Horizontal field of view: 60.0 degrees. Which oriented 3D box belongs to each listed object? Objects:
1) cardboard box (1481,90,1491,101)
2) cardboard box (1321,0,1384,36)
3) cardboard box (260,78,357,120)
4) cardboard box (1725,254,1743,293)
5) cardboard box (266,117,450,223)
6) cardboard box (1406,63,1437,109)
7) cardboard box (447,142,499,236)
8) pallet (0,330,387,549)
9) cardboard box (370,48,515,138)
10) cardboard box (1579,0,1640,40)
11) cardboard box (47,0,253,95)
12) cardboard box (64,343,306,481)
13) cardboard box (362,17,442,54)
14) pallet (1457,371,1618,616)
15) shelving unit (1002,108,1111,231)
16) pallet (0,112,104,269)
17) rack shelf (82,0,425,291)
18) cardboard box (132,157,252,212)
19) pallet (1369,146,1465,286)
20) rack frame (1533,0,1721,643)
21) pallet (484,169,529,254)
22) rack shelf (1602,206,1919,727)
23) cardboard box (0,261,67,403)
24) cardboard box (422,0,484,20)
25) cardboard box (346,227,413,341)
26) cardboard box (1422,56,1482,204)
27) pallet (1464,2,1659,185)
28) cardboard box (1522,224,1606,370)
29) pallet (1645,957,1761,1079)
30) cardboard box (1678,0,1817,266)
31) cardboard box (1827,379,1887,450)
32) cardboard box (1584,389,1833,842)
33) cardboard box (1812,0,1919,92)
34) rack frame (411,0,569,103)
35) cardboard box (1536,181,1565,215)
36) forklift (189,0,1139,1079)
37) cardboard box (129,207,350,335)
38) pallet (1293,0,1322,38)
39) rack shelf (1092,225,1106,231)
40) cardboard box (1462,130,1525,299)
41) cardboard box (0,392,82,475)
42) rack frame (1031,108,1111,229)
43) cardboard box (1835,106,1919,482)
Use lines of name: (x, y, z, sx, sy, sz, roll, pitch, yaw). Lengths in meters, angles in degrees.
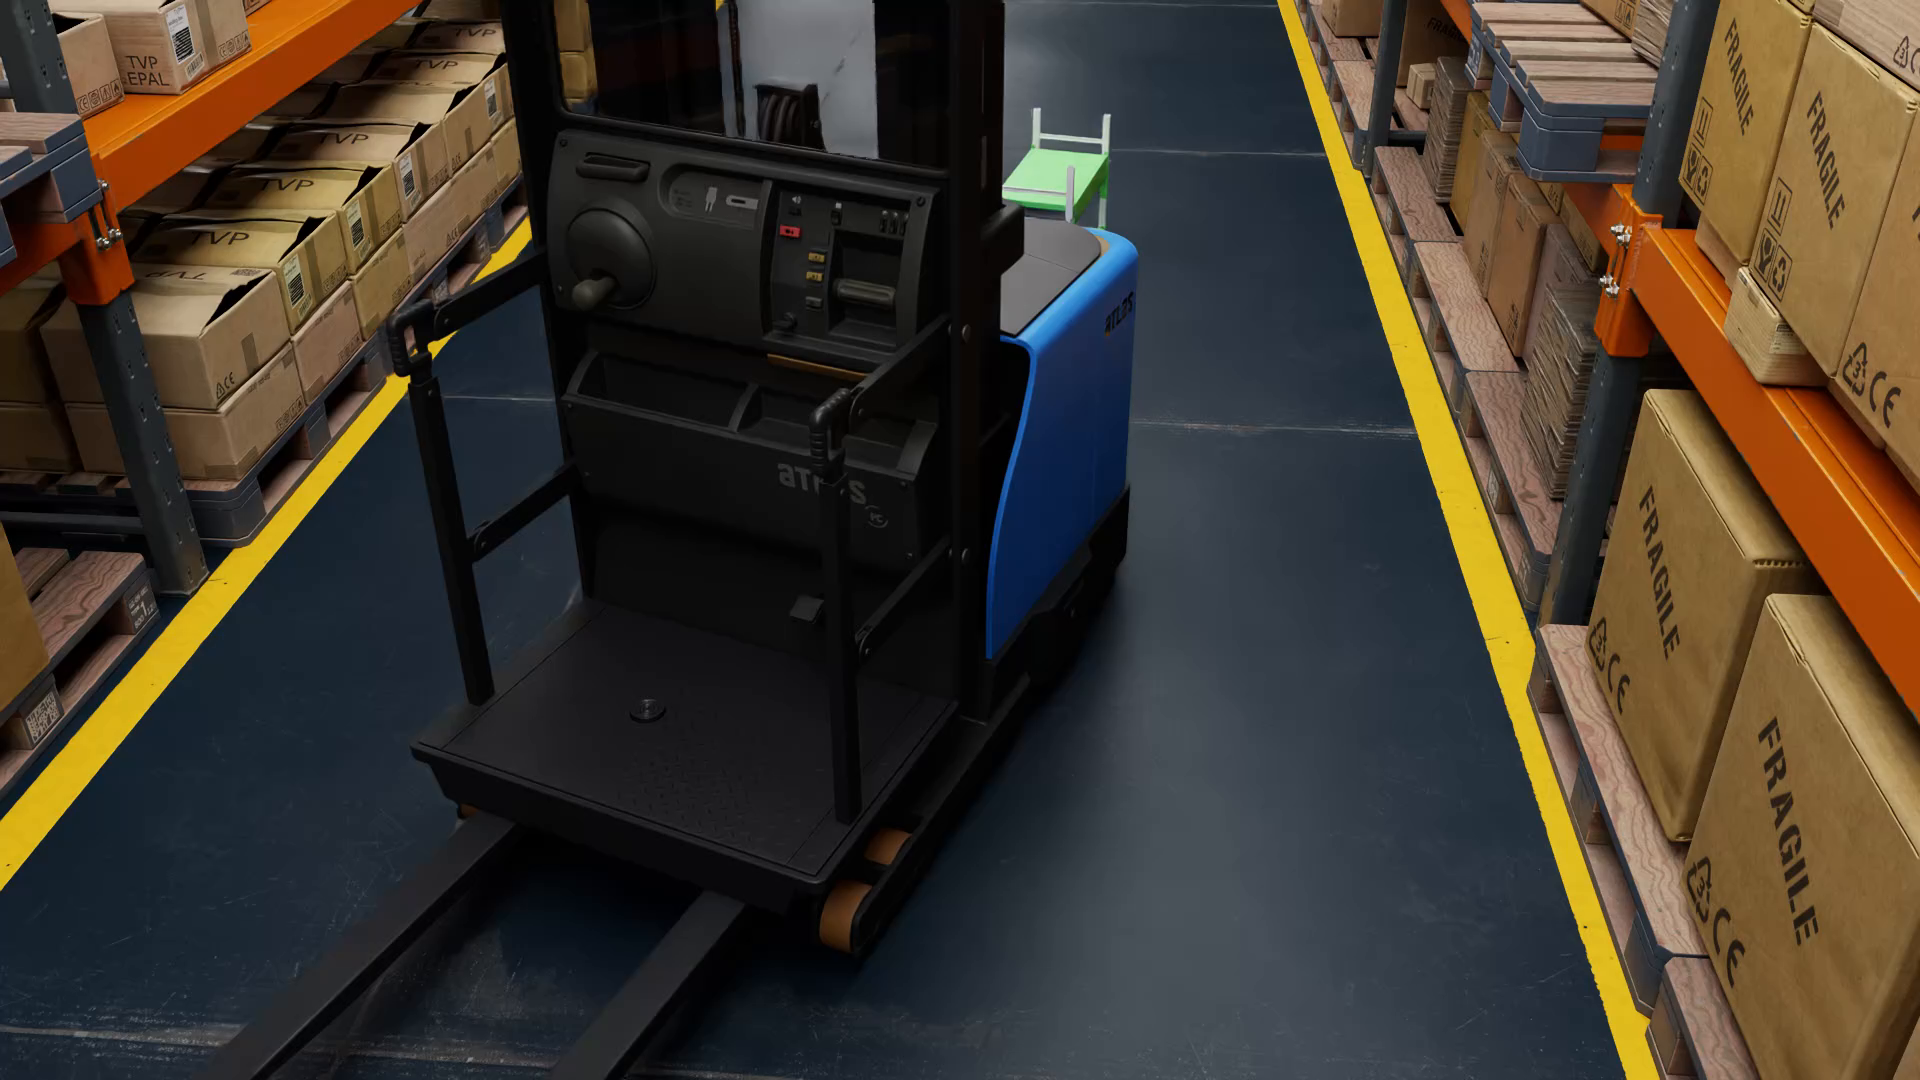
cardboard box: (2.398, -1.865, 6.665, 0.500, 0.250, 0.500, 2, 32, 3)
cardboard box: (2.498, -3.215, 9.572, 0.700, 0.500, 0.500, 1, 32, 1)
cardboard box: (-2.832, -1.757, 6.928, 0.500, 0.311, 0.500, 1, 32, 2)
cardboard box: (1.862, -0.554, 3.511, 0.380, 0.149, 0.250, 3, 32, 5)
cardboard box: (-2.334, -1.475, 6.470, 0.500, 0.311, 0.500, 2, 32, 3)
cardboard box: (2.488, -2.300, 8.405, 0.380, 0.166, 0.250, -2, 32, -2)
cardboard box: (-2.293, -1.495, 7.037, 0.500, 0.250, 0.500, 3, 32, 5)
pallet: (-2.683, -0.398, 5.694, 1.003, 0.211, 1.213, 2, 32, 4)
cardboard box: (-2.247, -1.998, 7.320, 0.500, 0.311, 0.500, 3, 32, 5)
cardboard box: (2.195, -1.716, 4.661, 0.700, 0.500, 0.500, 0, 32, -1)
cardboard box: (-2.523, -1.578, 5.036, 0.500, 0.311, 0.500, 2, 32, 3)
cardboard box: (-2.454, -0.426, 5.302, 0.500, 0.250, 0.500, 2, 32, 4)
cardboard box: (-2.745, -2.289, 7.792, 0.500, 0.311, 0.500, 3, 32, 4)
pallet: (2.213, -0.168, 5.321, 1.003, 0.211, 1.213, 2, 32, 4)
shelving unit: (0.274, -0.676, 5.203, 0.258, 1.200, 0.503, 9, 33, 14)
pallet: (-2.774, -0.717, 3.737, 1.213, 0.211, 1.003, 2, 32, 4)
rack shelf: (-2.626, -1.896, 6.153, 1.077, 0.370, 4.000, 2, 32, 4)
cardboard box: (-2.912, -1.223, 6.062, 0.500, 0.311, 0.500, 2, 32, 4)
pallet: (2.412, -1.444, 7.392, 1.003, 0.211, 1.213, 2, 32, 4)
rack frame: (2.148, -0.947, 3.927, 1.000, 3.000, 0.127, 2, 32, 4)
pallet: (-2.485, -1.674, 7.765, 1.003, 0.211, 1.213, 2, 32, 4)
rack shelf: (1.986, 0.405, 2.419, 1.077, 0.370, 4.000, 2, 32, 4)
cardboard box: (-2.992, -0.688, 5.193, 0.500, 0.311, 0.500, 3, 32, 5)
cardboard box: (-2.591, -3.088, 8.908, 0.500, 0.500, 0.500, 2, 32, 4)
cardboard box: (-2.377, -0.961, 6.170, 0.500, 0.250, 0.500, 2, 32, 3)
cardboard box: (2.431, -1.776, 7.236, 0.700, 0.500, 0.500, 3, 32, 6)
pallet: (2.100, -1.242, 4.589, 1.213, 0.211, 1.003, 2, 32, 4)
cardboard box: (2.313, -0.713, 5.511, 0.700, 0.500, 0.500, 2, 32, 4)
pallet: (1.907, 1.286, 2.962, 1.003, 0.211, 1.213, 2, 32, 4)
cardboard box: (1.854, -0.881, 3.423, 0.500, 0.500, 0.500, 3, 32, 5)
cardboard box: (1.858, -0.282, 3.070, 0.380, 0.149, 0.250, 2, 32, 3)
cardboard box: (1.958, 0.169, 3.766, 0.750, 0.750, 0.750, 2, 32, 3)
cardboard box: (1.811, -0.936, 2.797, 0.500, 0.250, 0.500, 2, 32, 3)
rack frame: (-2.464, -3.248, 7.661, 1.000, 3.000, 0.127, 2, 32, 4)
cardboard box: (2.301, -1.332, 5.801, 0.500, 0.250, 0.500, 2, 32, 4)
forklift: (-0.577, -0.580, 3.398, 1.130, 2.935, 3.031, 14, 34, 21)
cardboard box: (-2.419, -0.940, 5.601, 0.500, 0.311, 0.500, 2, 32, 3)
pallet: (2.692, -3.480, 10.695, 1.003, 0.211, 1.213, 2, 32, 4)
rack shelf: (0.274, -0.825, 5.110, 0.258, 0.148, 0.480, 9, 33, 14)
cardboard box: (2.357, -1.238, 6.364, 0.700, 0.500, 0.500, 3, 32, 5)
cardboard box: (-2.989, -0.450, 5.342, 0.500, 0.250, 0.500, 3, 32, 5)
rack frame: (0.342, -0.799, 5.402, 0.240, 1.200, 0.015, 9, 33, 14)
cardboard box: (1.760, -0.348, 2.558, 0.500, 0.500, 0.500, 2, 32, 4)
